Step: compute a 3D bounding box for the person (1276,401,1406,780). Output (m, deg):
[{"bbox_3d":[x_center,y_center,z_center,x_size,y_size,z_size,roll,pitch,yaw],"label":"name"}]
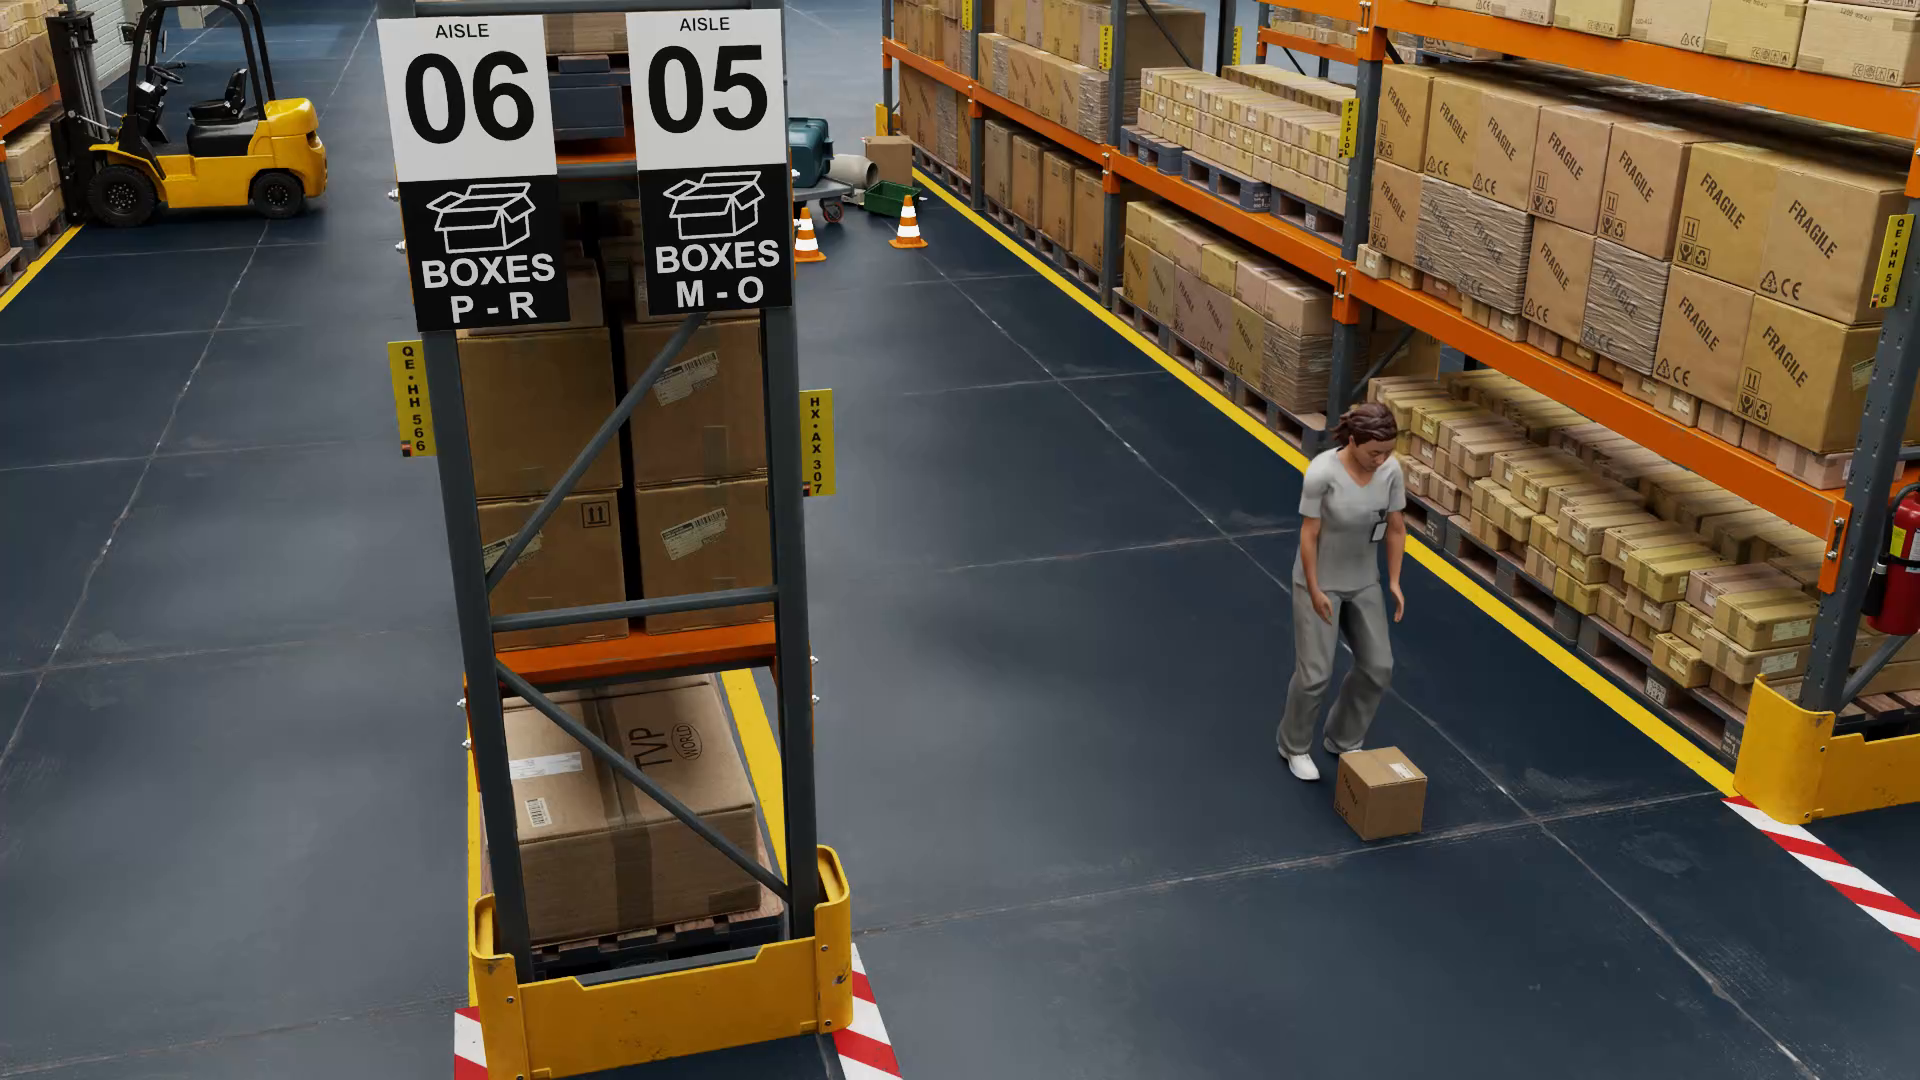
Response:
[{"bbox_3d":[1.561,0.193,6.717,0.461,1.627,0.388,-6,24,-13],"label":"person"}]
